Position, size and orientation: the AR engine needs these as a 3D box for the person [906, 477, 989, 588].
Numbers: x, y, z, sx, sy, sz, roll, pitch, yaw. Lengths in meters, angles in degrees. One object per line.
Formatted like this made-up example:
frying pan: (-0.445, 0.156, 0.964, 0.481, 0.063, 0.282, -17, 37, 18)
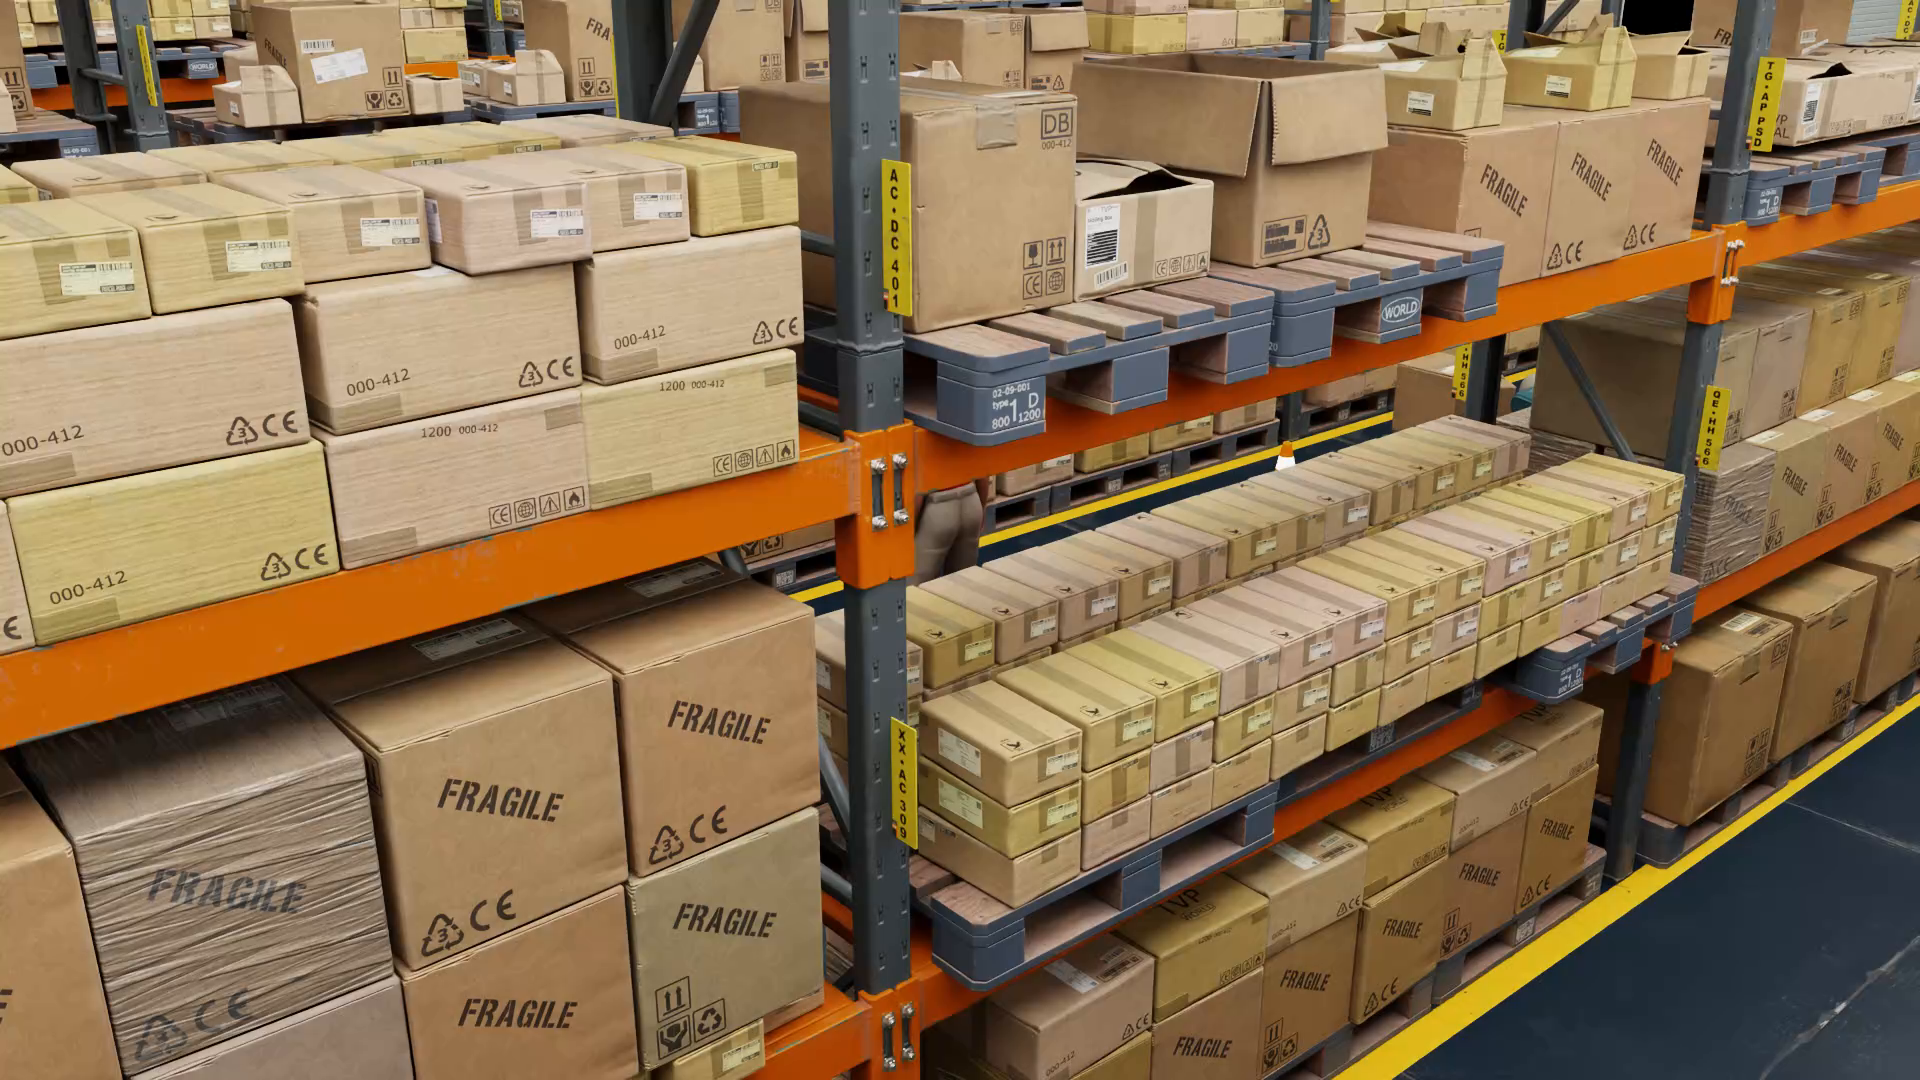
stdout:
person: (-0.099, -0.123, 8.937, 0.550, 1.740, 0.377, -17, 27, -38)
